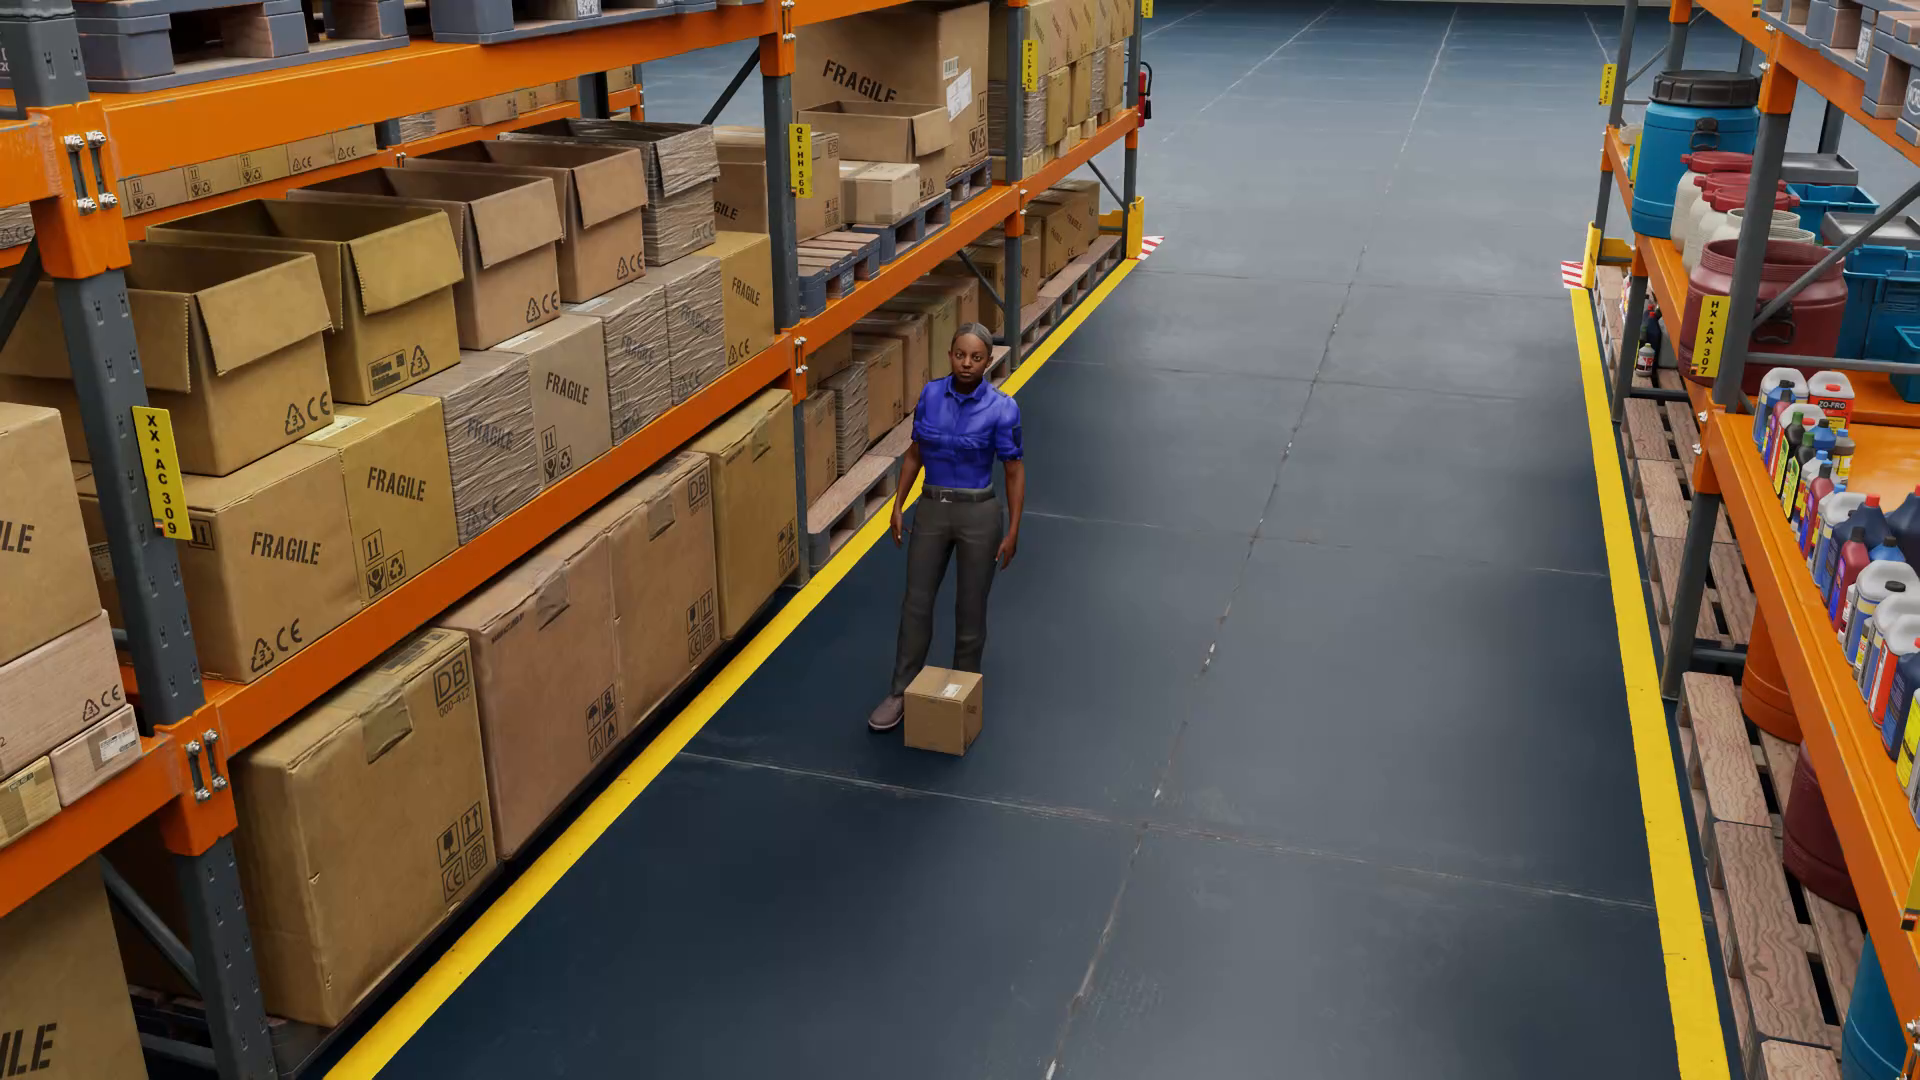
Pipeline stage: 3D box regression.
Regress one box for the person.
[{"bbox_3d":[-0.048,-0.036,6.662,0.568,1.655,0.503,8,23,18],"label":"person"}]
